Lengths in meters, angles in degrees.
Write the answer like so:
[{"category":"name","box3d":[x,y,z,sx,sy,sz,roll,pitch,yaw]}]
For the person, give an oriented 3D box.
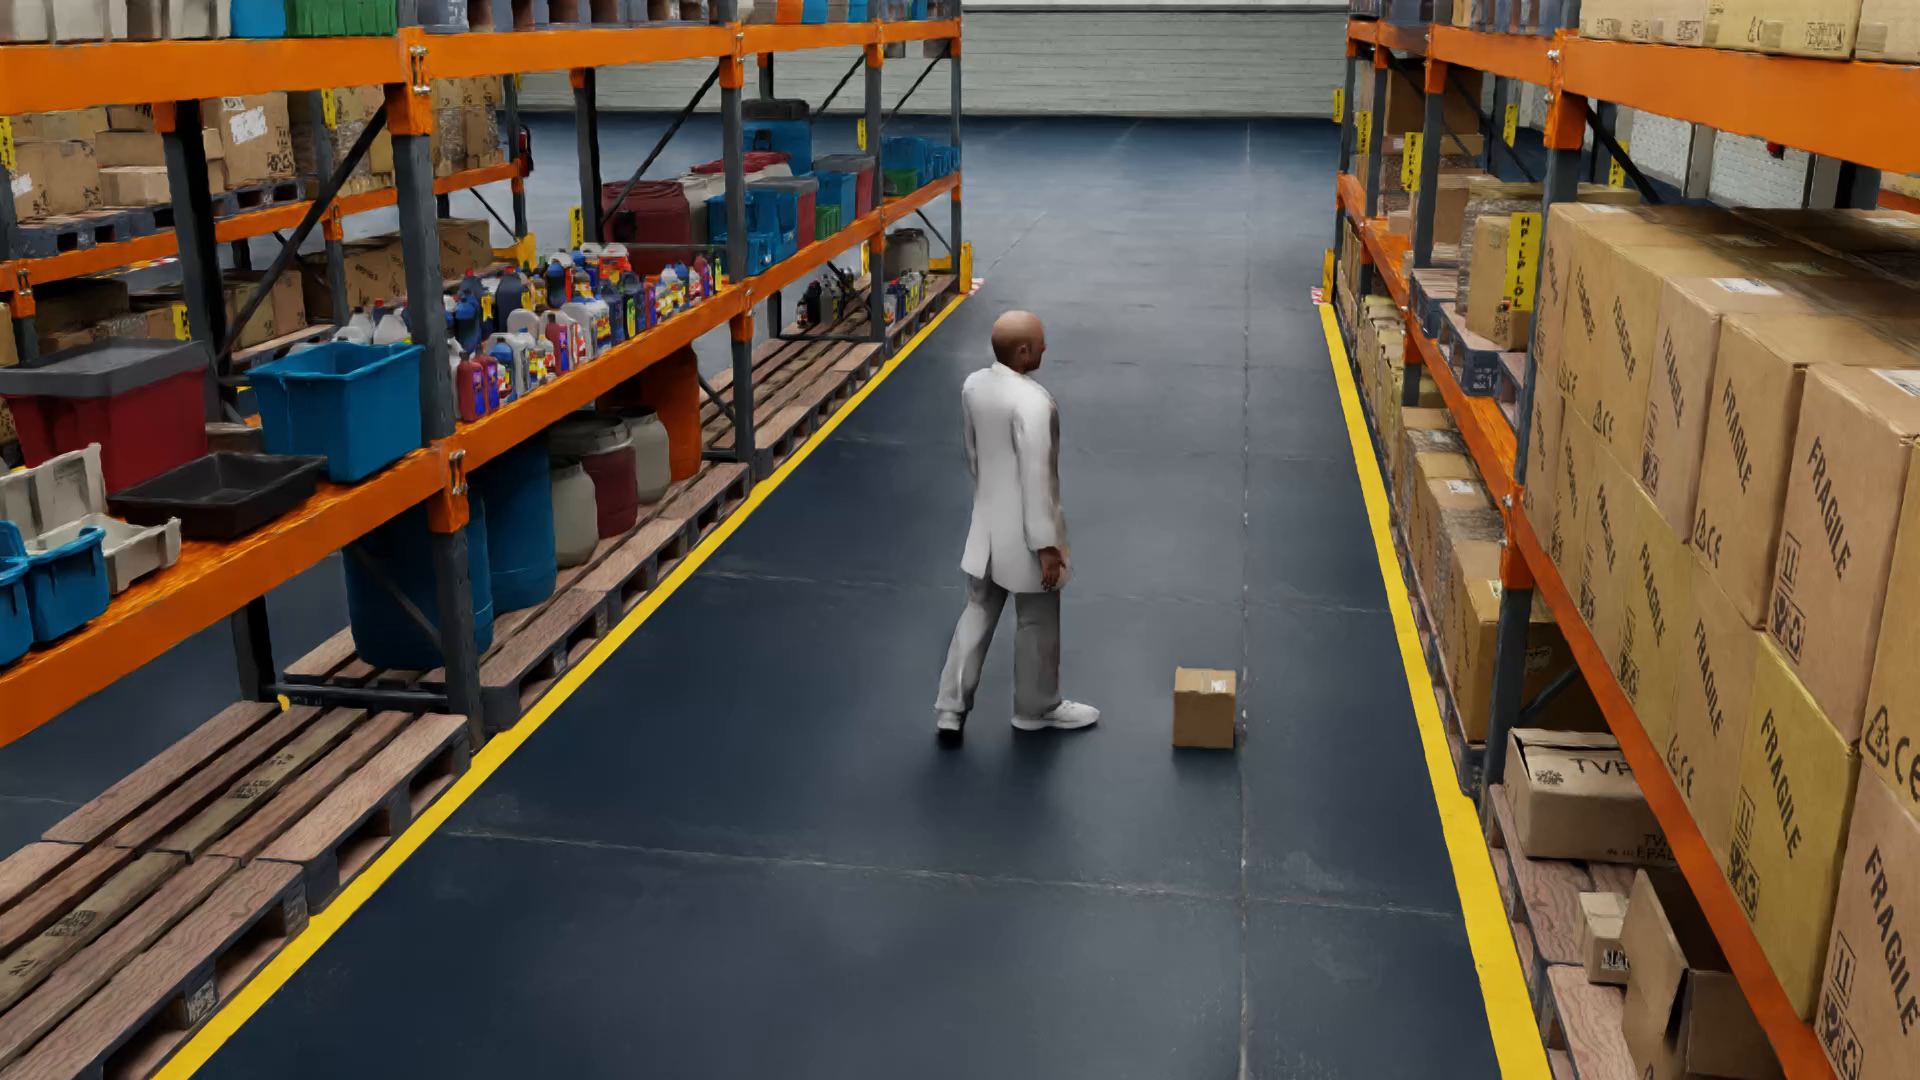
[{"category":"person","box3d":[0.214,-0.052,6.732,0.709,1.775,0.669,-11,21,-32]}]
